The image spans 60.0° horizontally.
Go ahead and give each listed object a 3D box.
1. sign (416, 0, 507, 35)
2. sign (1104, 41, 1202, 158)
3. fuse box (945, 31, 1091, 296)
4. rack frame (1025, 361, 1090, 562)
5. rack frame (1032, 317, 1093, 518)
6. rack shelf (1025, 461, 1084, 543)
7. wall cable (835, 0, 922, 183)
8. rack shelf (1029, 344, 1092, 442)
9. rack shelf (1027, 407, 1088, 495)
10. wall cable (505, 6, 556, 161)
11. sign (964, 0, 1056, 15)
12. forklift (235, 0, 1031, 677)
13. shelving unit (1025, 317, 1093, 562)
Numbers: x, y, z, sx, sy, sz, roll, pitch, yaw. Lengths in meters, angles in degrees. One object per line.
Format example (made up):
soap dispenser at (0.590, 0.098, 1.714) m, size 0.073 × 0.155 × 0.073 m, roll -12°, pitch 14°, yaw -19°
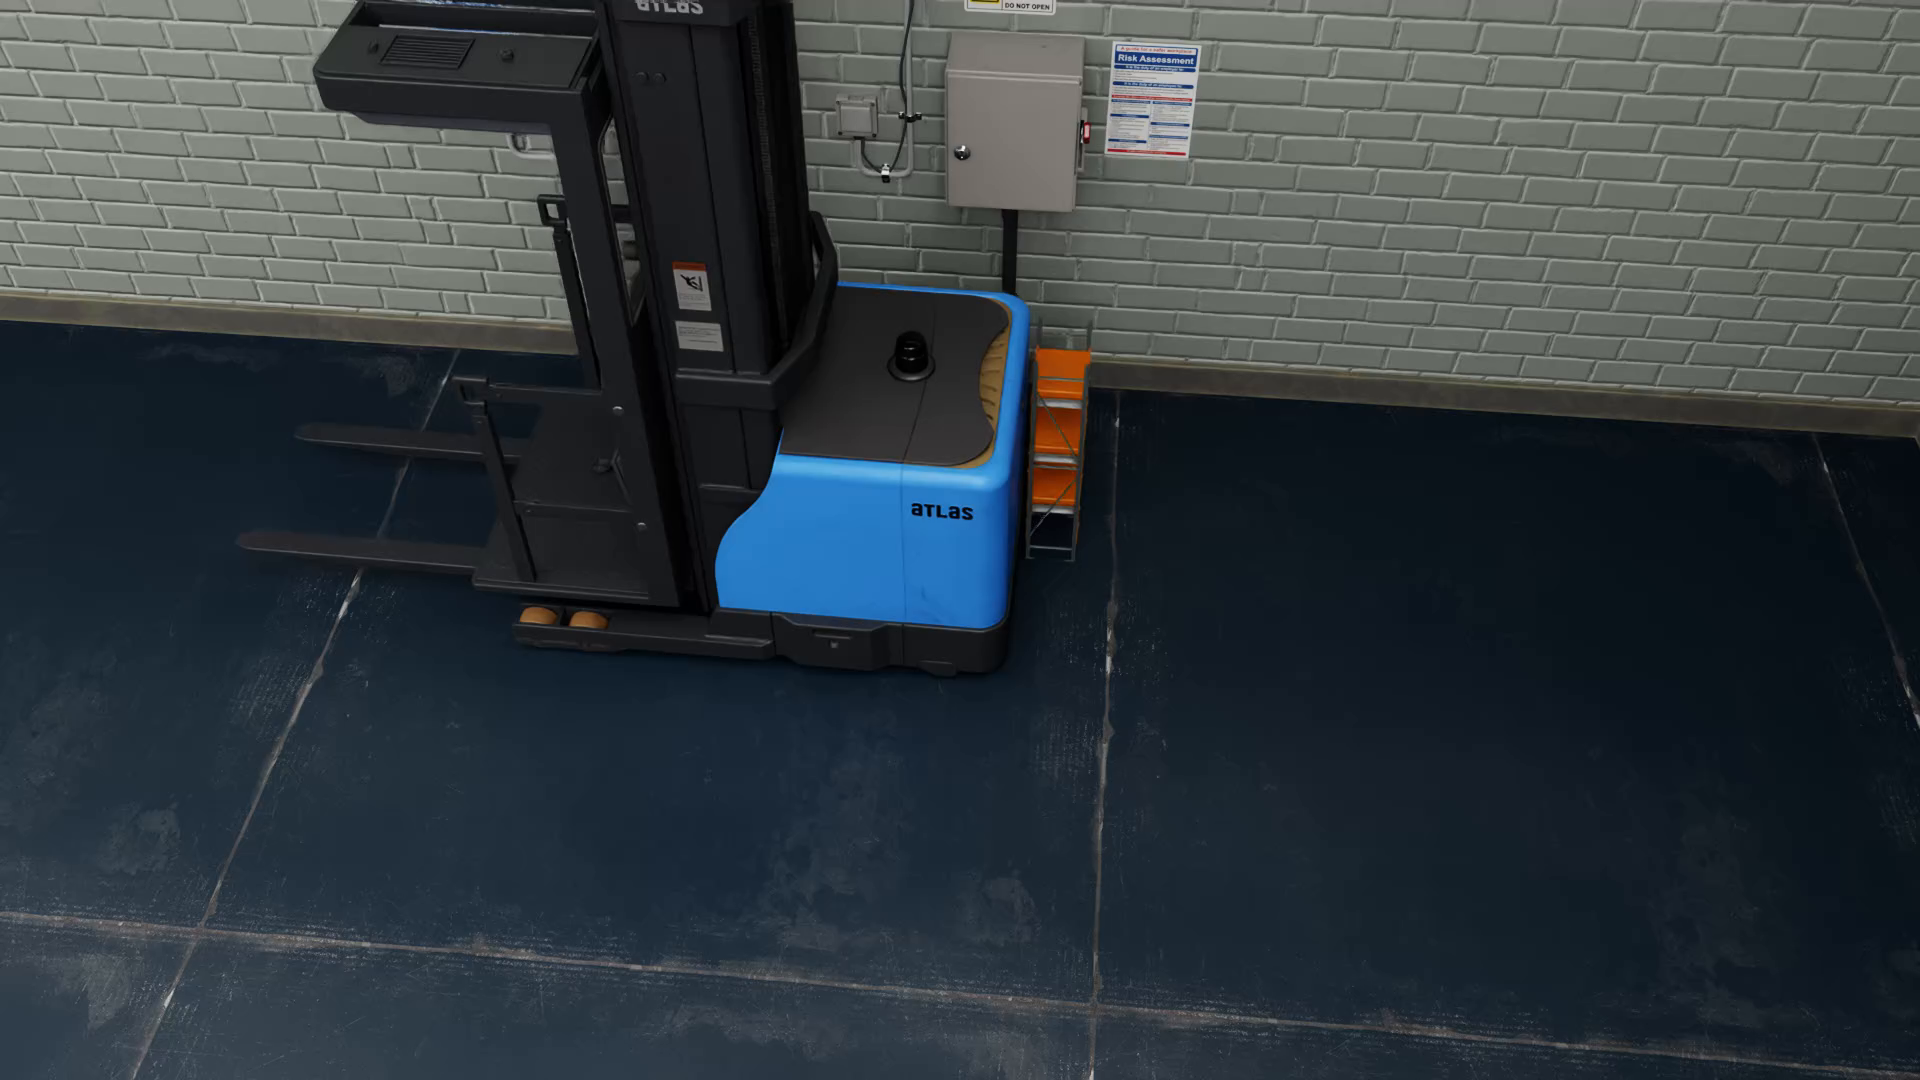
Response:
sign at (-1.902, -1.973, 6.365) m, size 0.327 × 0.218 × 0.001 m, roll 4°, pitch 48°, yaw 4°
sign at (0.730, -1.672, 6.337) m, size 0.329 × 0.494 × 0.001 m, roll 4°, pitch 48°, yaw 4°
fuse box at (0.219, -1.150, 6.668) m, size 0.539 × 1.711 × 0.414 m, roll 4°, pitch 48°, yaw 4°
rack frame at (0.363, -0.274, 6.315) m, size 0.200 × 1.050 × 0.008 m, roll 4°, pitch 48°, yaw 4°
rack frame at (0.386, -0.453, 6.479) m, size 0.200 × 1.050 × 0.008 m, roll 4°, pitch 48°, yaw 4°
rack shelf at (0.374, -0.169, 6.610) m, size 0.215 × 0.259 × 0.240 m, roll 4°, pitch 48°, yaw 4°
wall cable at (-0.446, -2.090, 5.966) m, size 0.588 × 1.984 × 0.122 m, roll 4°, pitch 48°, yaw 4°
rack shelf at (0.374, -0.548, 6.195) m, size 0.215 × 0.259 × 0.240 m, roll 4°, pitch 48°, yaw 4°
rack shelf at (0.374, -0.356, 6.405) m, size 0.215 × 0.259 × 0.240 m, roll 4°, pitch 48°, yaw 4°
wall cable at (-1.860, -2.187, 6.034) m, size 0.585 × 1.953 × 0.123 m, roll 4°, pitch 48°, yaw 4°
sign at (0.183, -2.020, 6.031) m, size 0.339 × 0.242 × 0.001 m, roll 4°, pitch 48°, yaw 4°
forklift at (-1.279, -0.944, 5.653) m, size 3.031 × 2.935 × 1.130 m, roll 5°, pitch 48°, yaw 4°
shelving unit at (0.374, -0.364, 6.397) m, size 0.215 × 1.050 × 0.252 m, roll 4°, pitch 48°, yaw 4°
